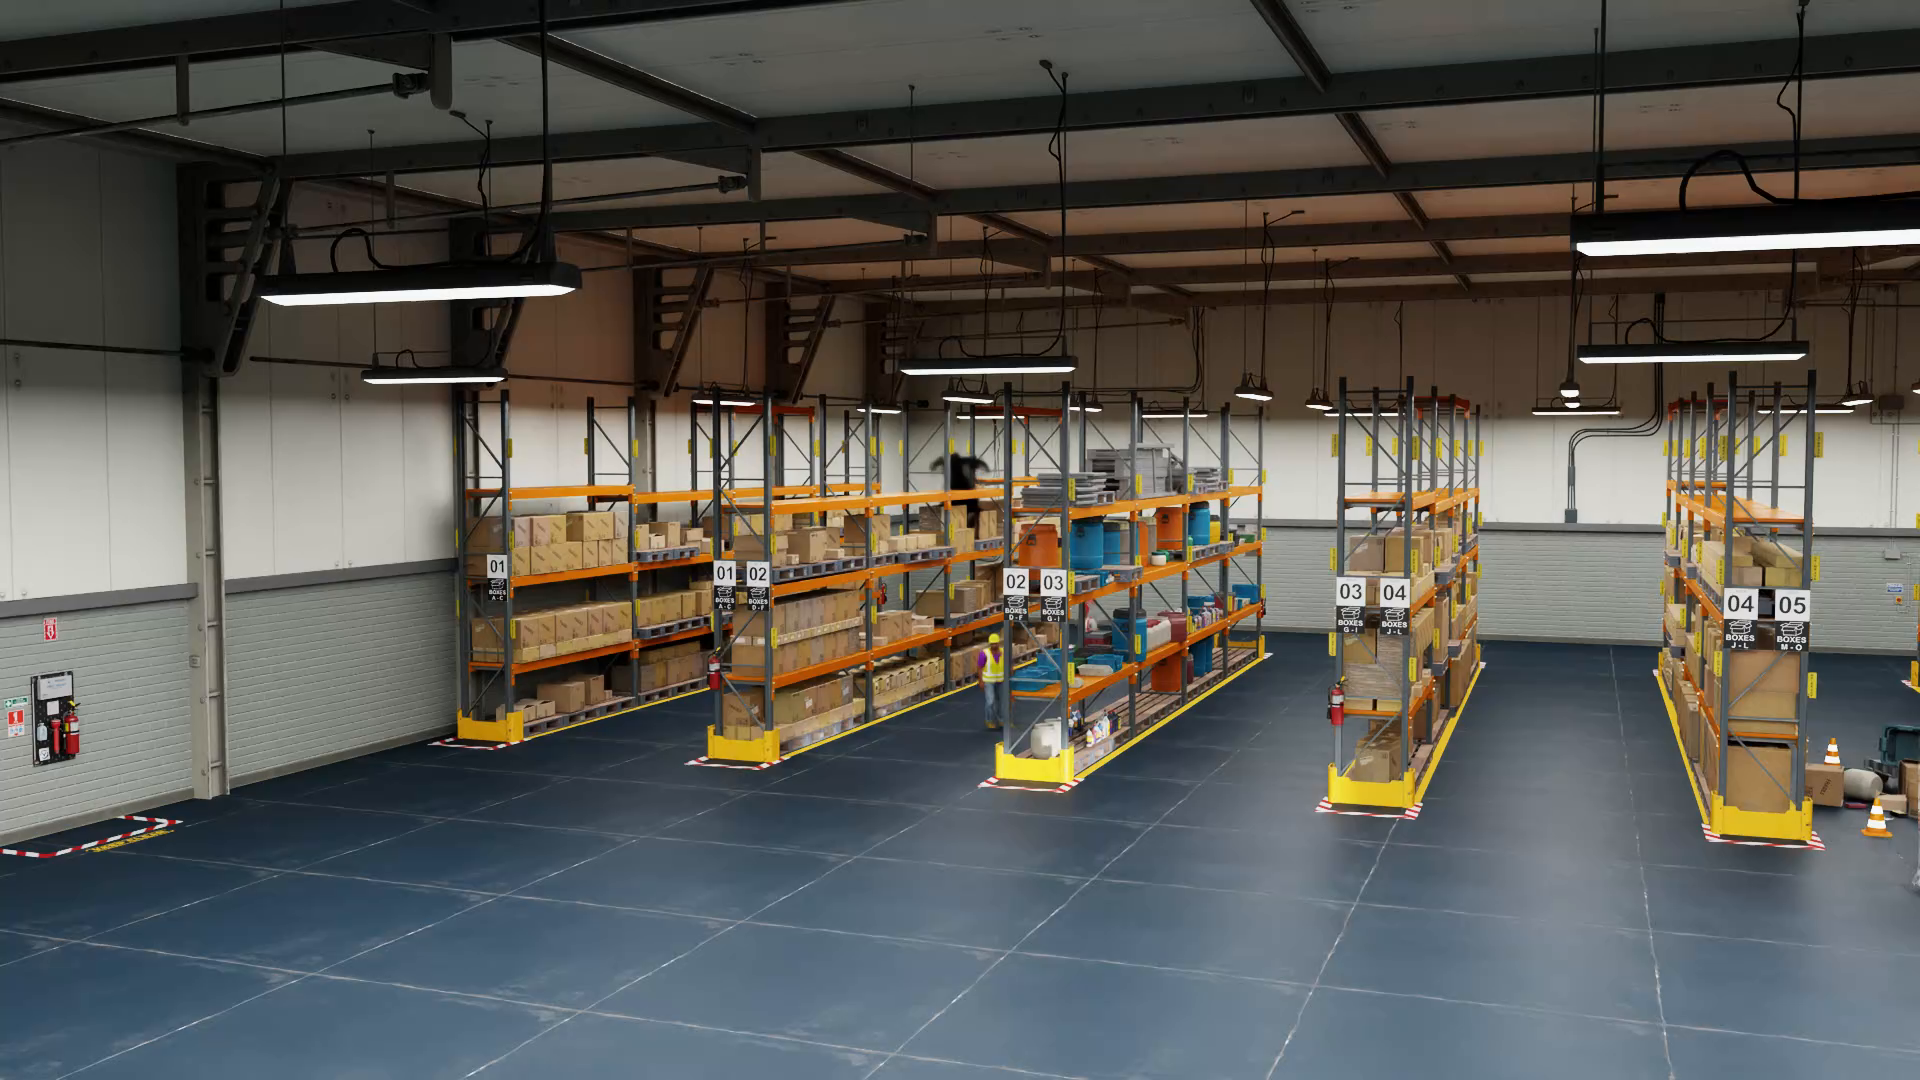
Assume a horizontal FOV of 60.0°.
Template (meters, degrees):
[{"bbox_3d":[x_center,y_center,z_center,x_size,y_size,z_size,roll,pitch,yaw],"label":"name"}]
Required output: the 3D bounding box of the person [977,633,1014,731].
[{"bbox_3d":[0.629,2.513,29.572,0.647,1.737,0.619,-1,3,-20],"label":"person"}]

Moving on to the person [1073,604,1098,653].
[{"bbox_3d":[2.659,2.191,35.135,0.637,1.723,0.717,2,4,36],"label":"person"}]
